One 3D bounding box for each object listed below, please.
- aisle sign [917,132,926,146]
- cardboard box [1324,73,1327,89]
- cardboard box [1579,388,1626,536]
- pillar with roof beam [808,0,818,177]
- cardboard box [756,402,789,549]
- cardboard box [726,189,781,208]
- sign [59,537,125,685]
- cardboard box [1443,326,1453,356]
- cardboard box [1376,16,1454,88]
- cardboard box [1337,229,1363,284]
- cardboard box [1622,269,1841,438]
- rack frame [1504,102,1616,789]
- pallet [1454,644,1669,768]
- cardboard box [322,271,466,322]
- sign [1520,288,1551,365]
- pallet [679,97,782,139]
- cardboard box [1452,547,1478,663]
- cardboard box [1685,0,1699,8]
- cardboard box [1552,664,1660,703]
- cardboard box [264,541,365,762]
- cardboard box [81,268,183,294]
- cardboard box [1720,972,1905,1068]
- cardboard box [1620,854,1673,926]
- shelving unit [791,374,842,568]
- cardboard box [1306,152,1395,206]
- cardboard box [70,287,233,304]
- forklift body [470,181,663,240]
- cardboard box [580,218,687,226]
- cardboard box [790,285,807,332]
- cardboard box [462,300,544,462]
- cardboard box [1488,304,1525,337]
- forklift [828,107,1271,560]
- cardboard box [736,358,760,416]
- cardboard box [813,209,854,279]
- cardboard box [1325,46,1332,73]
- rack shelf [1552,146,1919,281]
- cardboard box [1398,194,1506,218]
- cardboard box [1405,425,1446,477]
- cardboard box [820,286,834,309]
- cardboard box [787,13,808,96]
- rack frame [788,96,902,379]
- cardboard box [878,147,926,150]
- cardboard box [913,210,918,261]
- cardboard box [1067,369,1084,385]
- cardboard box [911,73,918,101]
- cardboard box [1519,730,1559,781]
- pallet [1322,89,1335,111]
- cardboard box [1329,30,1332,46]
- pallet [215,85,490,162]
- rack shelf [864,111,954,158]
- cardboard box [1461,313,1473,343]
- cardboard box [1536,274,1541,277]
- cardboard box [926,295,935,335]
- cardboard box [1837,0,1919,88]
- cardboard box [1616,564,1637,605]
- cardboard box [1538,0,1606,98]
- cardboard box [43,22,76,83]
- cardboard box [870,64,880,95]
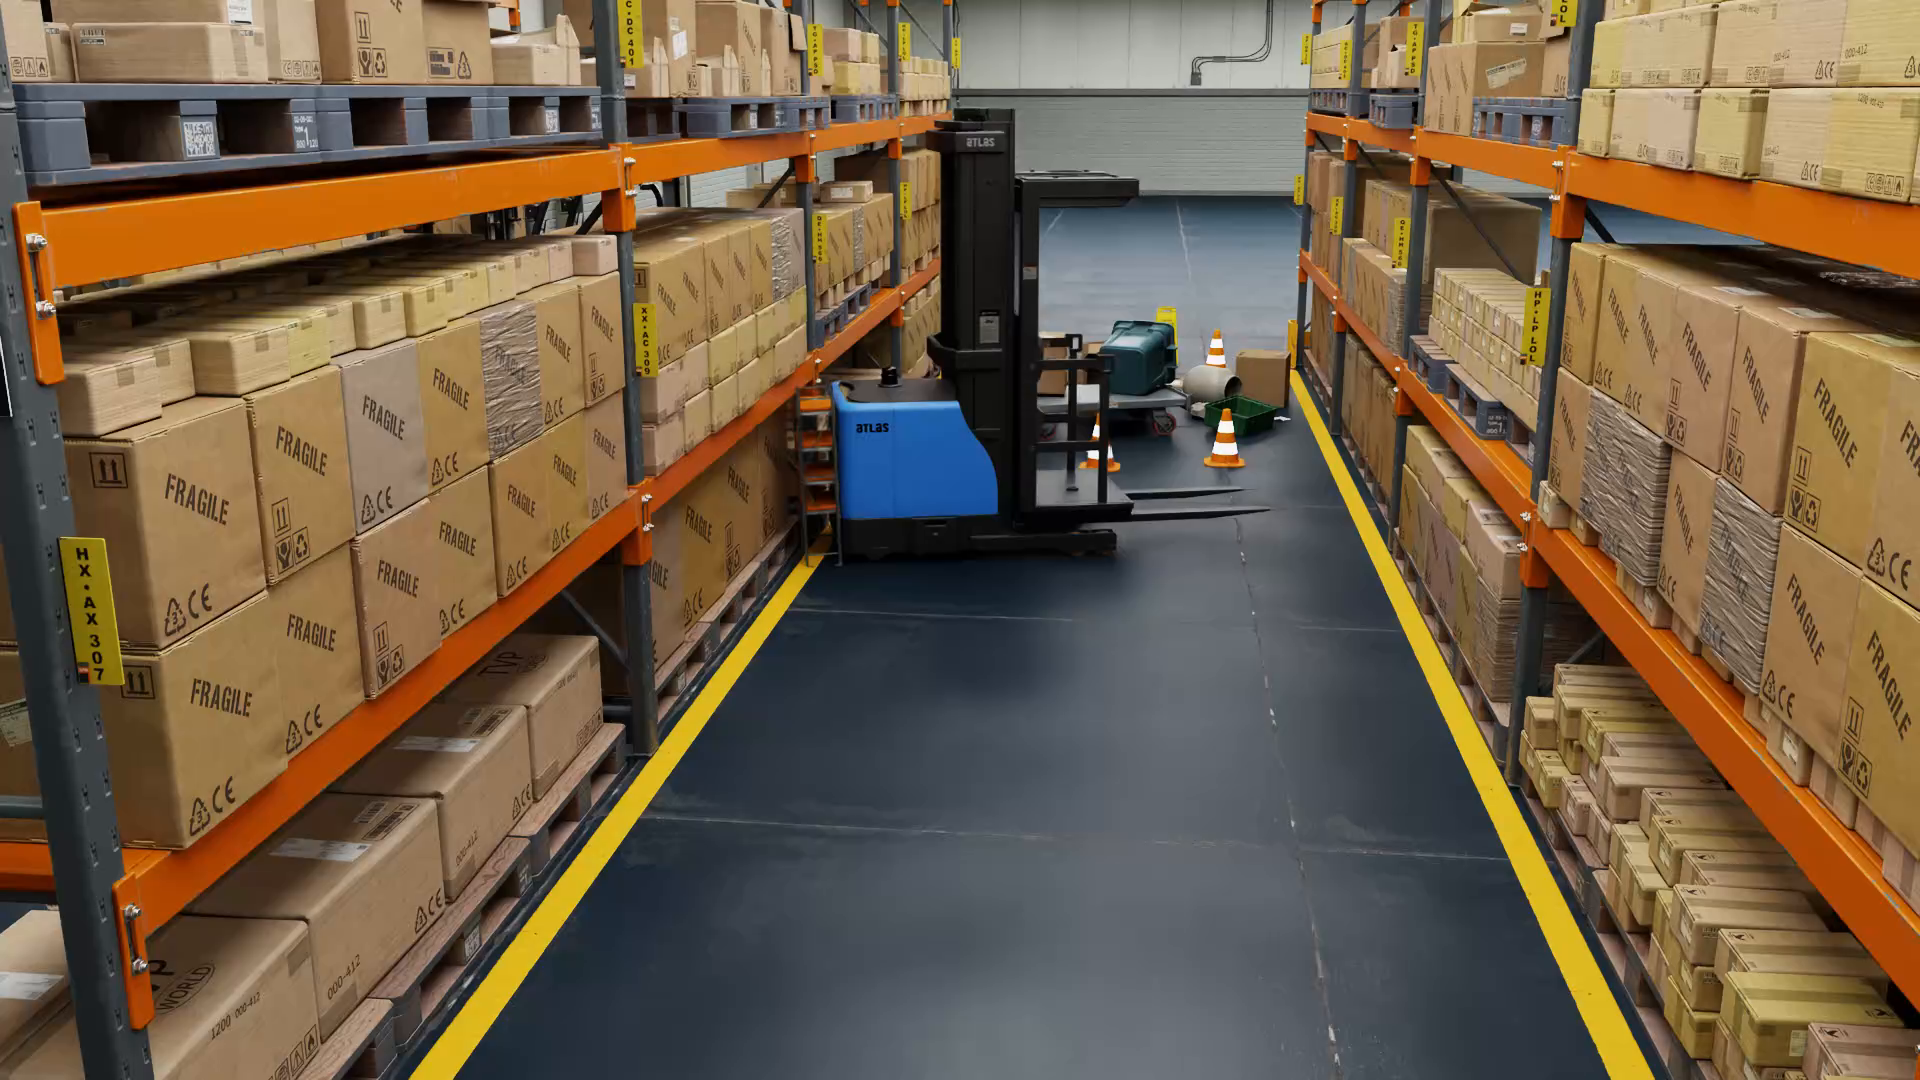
[{"bbox_3d":[-0.297,-4.821,18.763,0.394,0.787,0.004,2,15,6],"label":"aisle sign"},{"bbox_3d":[3.810,-4.544,16.457,0.380,0.149,0.250,2,15,7],"label":"cardboard box"},{"bbox_3d":[2.629,-0.269,6.148,0.500,0.500,0.500,2,15,6],"label":"cardboard box"},{"bbox_3d":[0.487,-12.543,40.810,9.100,9.000,0.400,2,15,6],"label":"pillar with roof beam"},{"bbox_3d":[-1.655,-0.484,10.971,0.875,0.875,0.875,2,15,6],"label":"cardboard box"},{"bbox_3d":[-1.590,-2.624,12.810,0.380,0.149,0.250,1,15,4],"label":"cardboard box"},{"bbox_3d":[-1.847,0.153,3.539,0.100,0.325,0.005,2,15,6],"label":"sign"},{"bbox_3d":[3.124,-1.196,10.014,0.380,0.149,0.250,2,15,9],"label":"cardboard box"},{"bbox_3d":[3.353,-3.570,12.185,0.500,0.500,0.500,2,15,6],"label":"cardboard box"},{"bbox_3d":[3.916,-2.570,15.132,0.875,0.550,0.550,2,15,6],"label":"cardboard box"},{"bbox_3d":[2.560,-0.626,5.555,0.500,0.500,0.500,2,15,7],"label":"cardboard box"},{"bbox_3d":[2.984,-0.326,7.123,1.000,3.000,0.127,2,15,6],"label":"rack frame"},{"bbox_3d":[3.070,0.818,8.233,1.003,0.211,1.213,2,15,6],"label":"pallet"},{"bbox_3d":[-1.884,-0.807,5.550,0.380,0.149,0.250,2,15,6],"label":"cardboard box"},{"bbox_3d":[2.432,-0.901,7.028,0.100,0.325,0.005,2,15,6],"label":"sign"},{"bbox_3d":[-1.638,-2.382,9.338,1.003,0.211,1.213,2,15,9],"label":"pallet"},{"bbox_3d":[2.875,0.345,8.623,0.500,0.500,0.500,1,15,5],"label":"cardboard box"},{"bbox_3d":[2.591,-1.797,5.382,0.380,0.149,0.250,1,15,4],"label":"cardboard box"},{"bbox_3d":[2.739,0.643,7.054,0.380,0.149,0.250,2,15,9],"label":"cardboard box"},{"bbox_3d":[-2.029,0.295,4.632,0.500,0.500,0.500,1,15,5],"label":"cardboard box"},{"bbox_3d":[-6.110,-1.905,12.289,0.500,0.250,0.500,2,15,6],"label":"cardboard box"},{"bbox_3d":[2.329,1.318,4.558,0.380,0.149,0.250,1,15,5],"label":"cardboard box"},{"bbox_3d":[2.462,1.188,5.609,0.380,0.149,0.250,2,15,7],"label":"cardboard box"},{"bbox_3d":[-0.955,-0.468,11.066,0.258,1.200,0.503,-4,15,-8],"label":"shelving unit"},{"bbox_3d":[4.257,-3.937,18.120,0.875,0.550,0.550,2,15,6],"label":"cardboard box"},{"bbox_3d":[-2.466,-0.684,5.096,0.380,0.149,0.250,2,15,8],"label":"cardboard box"},{"bbox_3d":[-3.926,-2.748,17.705,2.313,2.155,1.214,2,15,6],"label":"forklift body"},{"bbox_3d":[-1.913,-1.631,9.840,0.500,0.500,0.500,2,15,8],"label":"cardboard box"},{"bbox_3d":[-1.297,-1.519,10.864,0.500,0.250,0.500,2,15,6],"label":"cardboard box"},{"bbox_3d":[-1.838,-0.583,5.964,0.500,0.500,0.500,2,15,7],"label":"cardboard box"},{"bbox_3d":[2.983,-1.143,8.679,0.380,0.149,0.250,1,15,4],"label":"cardboard box"},{"bbox_3d":[0.624,-1.439,11.369,3.031,2.935,1.130,-2,15,-8],"label":"forklift"},{"bbox_3d":[-1.438,-0.876,9.443,0.500,0.250,0.500,1,15,5],"label":"cardboard box"},{"bbox_3d":[-1.109,-2.261,12.712,0.500,0.500,0.500,2,15,7],"label":"cardboard box"},{"bbox_3d":[3.859,-4.699,16.267,0.500,0.250,0.500,2,15,6],"label":"cardboard box"},{"bbox_3d":[2.758,-0.908,4.907,1.077,0.370,4.000,2,15,6],"label":"rack shelf"},{"bbox_3d":[3.607,-2.275,12.223,0.700,0.500,0.500,1,15,5],"label":"cardboard box"},{"bbox_3d":[3.117,-0.550,10.498,0.500,0.250,0.500,1,15,4],"label":"cardboard box"},{"bbox_3d":[-1.131,-1.786,12.196,0.380,0.149,0.250,1,15,3],"label":"cardboard box"},{"bbox_3d":[-1.387,-3.082,10.564,0.797,0.503,0.637,1,15,3],"label":"cardboard box"},{"bbox_3d":[-1.043,-2.521,15.238,1.000,3.000,0.127,2,15,6],"label":"rack frame"},{"bbox_3d":[-0.497,-3.963,17.894,0.700,0.500,0.500,2,15,7],"label":"cardboard box"},{"bbox_3d":[-0.683,-2.950,16.062,0.500,0.500,0.500,2,15,6],"label":"cardboard box"},{"bbox_3d":[1.267,-1.783,17.970,0.380,0.149,0.250,11,19,35],"label":"cardboard box"},{"bbox_3d":[-0.673,-4.280,15.715,0.500,0.250,0.500,2,15,6],"label":"cardboard box"},{"bbox_3d":[2.623,0.932,7.126,0.380,0.149,0.250,1,15,4],"label":"cardboard box"},{"bbox_3d":[4.129,-4.334,16.366,1.003,0.211,1.213,2,15,6],"label":"pallet"},{"bbox_3d":[3.782,-4.862,16.107,0.380,0.149,0.250,2,15,7],"label":"cardboard box"},{"bbox_3d":[-2.189,-1.324,5.234,1.003,0.211,1.213,2,15,6],"label":"pallet"},{"bbox_3d":[-0.818,-4.140,16.859,1.077,0.370,4.000,2,15,6],"label":"rack shelf"},{"bbox_3d":[3.069,-1.200,9.459,0.380,0.149,0.250,2,15,6],"label":"cardboard box"},{"bbox_3d":[3.809,-1.653,11.835,0.500,0.500,0.500,2,15,6],"label":"cardboard box"},{"bbox_3d":[-0.543,-2.314,17.500,0.500,0.500,0.500,1,15,5],"label":"cardboard box"},{"bbox_3d":[2.388,-1.166,3.809,0.500,0.250,0.500,1,15,5],"label":"cardboard box"},{"bbox_3d":[2.563,0.132,5.907,0.380,0.149,0.250,2,15,7],"label":"cardboard box"},{"bbox_3d":[3.289,-2.424,8.130,0.797,0.503,0.637,1,15,6],"label":"cardboard box"},{"bbox_3d":[-2.468,-1.217,4.154,0.380,0.149,0.250,1,15,2],"label":"cardboard box"},{"bbox_3d":[-0.965,-3.943,14.235,0.500,0.250,0.500,1,15,5],"label":"cardboard box"}]
